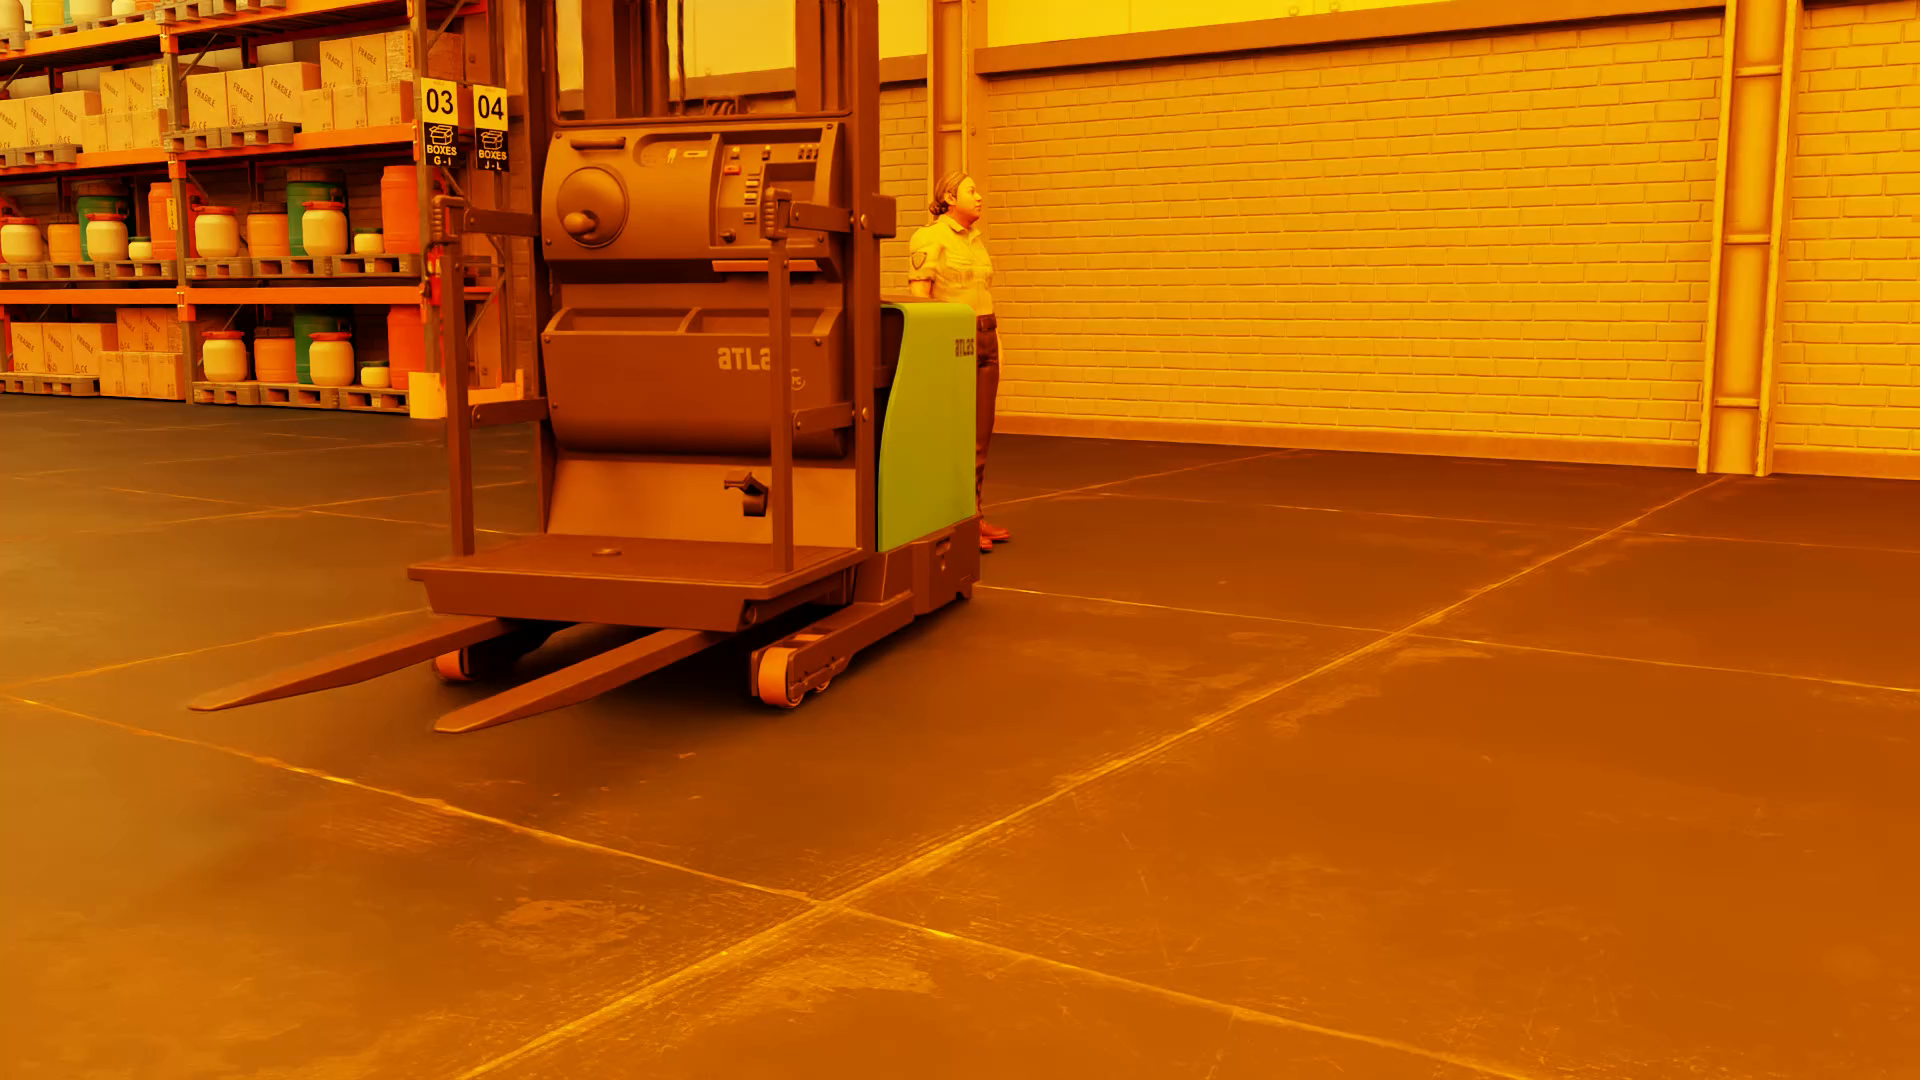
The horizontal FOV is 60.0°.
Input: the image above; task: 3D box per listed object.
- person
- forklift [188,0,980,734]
[{"bbox_3d":[0.061,-0.814,7.418,0.503,1.651,0.598,5,10,34],"label":"person"},{"bbox_3d":[-0.862,-1.065,4.680,1.130,2.935,3.031,3,8,18],"label":"forklift"}]
